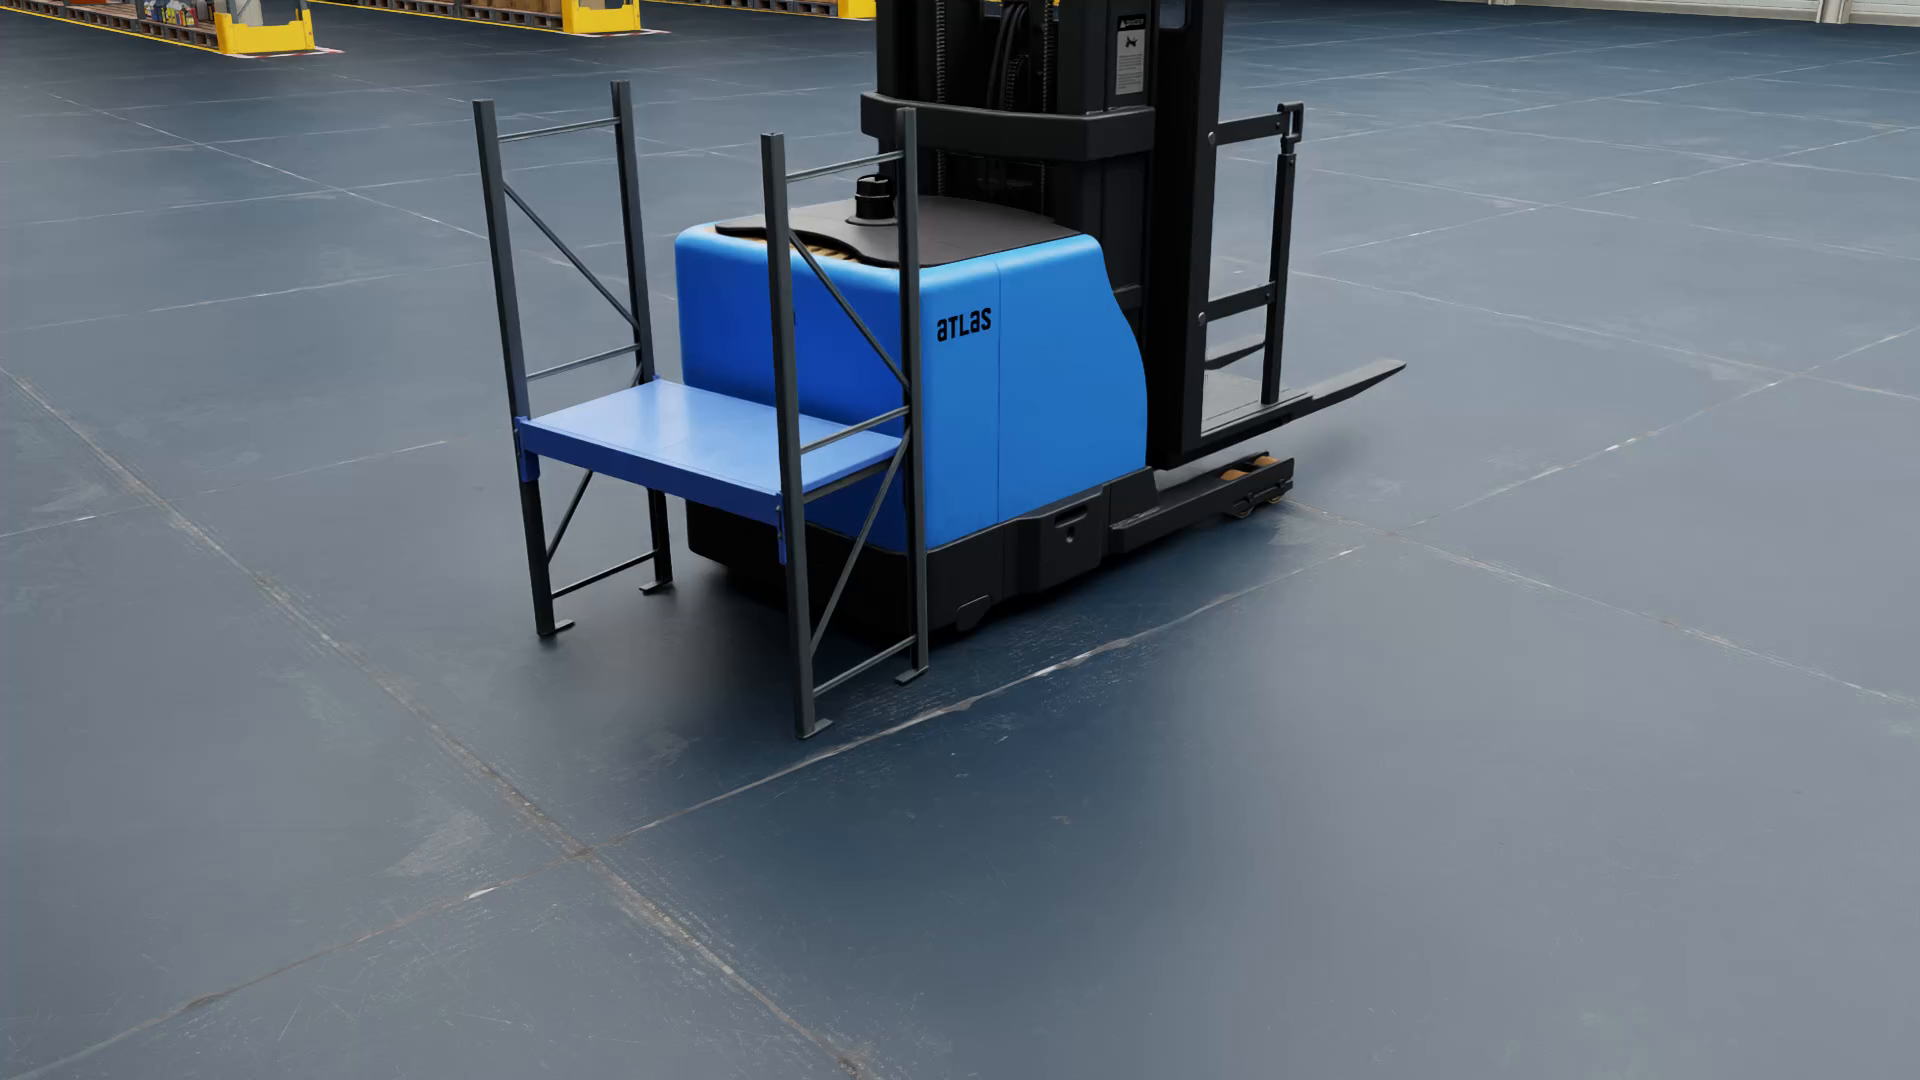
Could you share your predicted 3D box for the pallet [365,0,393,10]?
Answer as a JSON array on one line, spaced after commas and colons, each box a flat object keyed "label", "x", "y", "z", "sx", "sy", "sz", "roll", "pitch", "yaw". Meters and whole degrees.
[{"label": "pallet", "x": -10.057, "y": -9.753, "z": 30.096, "sx": 1.003, "sy": 0.211, "sz": 1.213, "roll": -17, "pitch": 27, "yaw": -37}]

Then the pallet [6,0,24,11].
[{"label": "pallet", "x": -16.458, "y": -9.672, "z": 29.890, "sx": 1.003, "sy": 0.211, "sz": 1.213, "roll": -17, "pitch": 27, "yaw": -37}]

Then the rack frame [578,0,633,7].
[{"label": "rack frame", "x": -5.344, "y": -9.058, "z": 24.496, "sx": 1.000, "sy": 3.000, "sz": 0.127, "roll": -17, "pitch": 27, "yaw": -37}]

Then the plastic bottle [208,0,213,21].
[{"label": "plastic bottle", "x": -10.794, "y": -7.641, "z": 24.000, "sx": 0.061, "sy": 0.283, "sz": 0.133, "roll": -17, "pitch": 27, "yaw": -37}]

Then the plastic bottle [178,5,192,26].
[{"label": "plastic bottle", "x": -10.771, "y": -7.294, "z": 23.126, "sx": 0.152, "sy": 0.276, "sz": 0.135, "roll": -17, "pitch": 27, "yaw": -37}]

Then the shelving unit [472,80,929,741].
[{"label": "shelving unit", "x": -0.662, "y": -0.381, "z": 4.387, "sx": 1.048, "sy": 1.500, "sz": 0.538, "roll": 16, "pitch": 28, "yaw": 35}]

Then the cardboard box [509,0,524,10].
[{"label": "cardboard box", "x": -6.880, "y": -8.765, "z": 26.601, "sx": 0.500, "sy": 0.500, "sz": 0.500, "roll": 19, "pitch": 29, "yaw": 40}]

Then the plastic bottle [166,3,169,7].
[{"label": "plastic bottle", "x": -11.248, "y": -7.512, "z": 23.689, "sx": 0.097, "sy": 0.271, "sz": 0.097, "roll": 0, "pitch": 21, "yaw": 0}]

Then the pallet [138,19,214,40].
[{"label": "pallet", "x": -11.301, "y": -7.490, "z": 24.317, "sx": 1.003, "sy": 0.211, "sz": 1.213, "roll": -17, "pitch": 27, "yaw": -37}]

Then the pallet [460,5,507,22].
[{"label": "pallet", "x": -7.490, "y": -8.687, "z": 27.374, "sx": 1.003, "sy": 0.211, "sz": 1.213, "roll": -17, "pitch": 27, "yaw": -37}]

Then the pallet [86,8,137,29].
[{"label": "pallet", "x": -13.050, "y": -8.230, "z": 26.207, "sx": 1.003, "sy": 0.211, "sz": 1.213, "roll": -17, "pitch": 27, "yaw": -37}]

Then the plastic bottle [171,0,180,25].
[{"label": "plastic bottle", "x": -10.973, "y": -7.412, "z": 23.325, "sx": 0.144, "sy": 0.351, "sz": 0.185, "roll": -16, "pitch": 27, "yaw": -35}]

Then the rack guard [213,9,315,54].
[{"label": "rack guard", "x": -9.182, "y": -6.724, "z": 21.967, "sx": 1.175, "sy": 0.500, "sz": 0.348, "roll": -17, "pitch": 27, "yaw": -37}]

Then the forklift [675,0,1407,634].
[{"label": "forklift", "x": 0.520, "y": -1.552, "z": 5.428, "sx": 1.130, "sy": 2.935, "sz": 3.031, "roll": 19, "pitch": 28, "yaw": 40}]

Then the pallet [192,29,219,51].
[{"label": "pallet", "x": -9.708, "y": -6.816, "z": 22.596, "sx": 1.003, "sy": 0.211, "sz": 1.213, "roll": -17, "pitch": 27, "yaw": -37}]

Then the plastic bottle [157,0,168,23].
[{"label": "plastic bottle", "x": -11.372, "y": -7.581, "z": 23.756, "sx": 0.144, "sy": 0.351, "sz": 0.185, "roll": -19, "pitch": 28, "yaw": -40}]

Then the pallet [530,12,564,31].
[{"label": "pallet", "x": -5.898, "y": -8.013, "z": 25.653, "sx": 1.003, "sy": 0.211, "sz": 1.213, "roll": -17, "pitch": 27, "yaw": -37}]

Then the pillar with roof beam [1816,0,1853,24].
[{"label": "pillar with roof beam", "x": 10.721, "y": -11.459, "z": 22.403, "sx": 9.100, "sy": 9.000, "sz": 0.400, "roll": -17, "pitch": 27, "yaw": -37}]

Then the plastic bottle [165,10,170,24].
[{"label": "plastic bottle", "x": -11.205, "y": -7.428, "z": 23.569, "sx": 0.097, "sy": 0.201, "sz": 0.097, "roll": 0, "pitch": 21, "yaw": 0}]

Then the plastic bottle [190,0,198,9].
[{"label": "plastic bottle", "x": -11.178, "y": -7.811, "z": 24.344, "sx": 0.144, "sy": 0.351, "sz": 0.185, "roll": -17, "pitch": 27, "yaw": -37}]

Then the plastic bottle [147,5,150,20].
[{"label": "plastic bottle", "x": -11.765, "y": -7.665, "z": 24.175, "sx": 0.097, "sy": 0.201, "sz": 0.097, "roll": 0, "pitch": 21, "yaw": 0}]

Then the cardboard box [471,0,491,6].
[{"label": "cardboard box", "x": -7.725, "y": -9.074, "z": 27.391, "sx": 0.500, "sy": 0.500, "sz": 0.500, "roll": -18, "pitch": 28, "yaw": -39}]

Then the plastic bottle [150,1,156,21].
[{"label": "plastic bottle", "x": -11.600, "y": -7.645, "z": 24.021, "sx": 0.152, "sy": 0.276, "sz": 0.135, "roll": -16, "pitch": 27, "yaw": -36}]

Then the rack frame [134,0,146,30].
[{"label": "rack frame", "x": -11.708, "y": -8.984, "z": 24.308, "sx": 1.000, "sy": 3.000, "sz": 0.127, "roll": -17, "pitch": 27, "yaw": -37}]

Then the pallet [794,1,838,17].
[{"label": "pallet", "x": -2.102, "y": -9.114, "z": 28.465, "sx": 1.003, "sy": 0.211, "sz": 1.213, "roll": -17, "pitch": 27, "yaw": -37}]

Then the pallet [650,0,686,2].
[{"label": "pallet", "x": -5.493, "y": -10.550, "z": 32.129, "sx": 1.003, "sy": 0.211, "sz": 1.213, "roll": -17, "pitch": 27, "yaw": -37}]

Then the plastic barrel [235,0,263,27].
[{"label": "plastic barrel", "x": -9.584, "y": -7.079, "z": 22.281, "sx": 0.421, "sy": 0.512, "sz": 0.421, "roll": 0, "pitch": 21, "yaw": 0}]

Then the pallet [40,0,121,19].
[{"label": "pallet", "x": -14.865, "y": -8.998, "z": 28.168, "sx": 1.003, "sy": 0.211, "sz": 1.213, "roll": -17, "pitch": 27, "yaw": -37}]

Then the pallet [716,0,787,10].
[{"label": "pallet", "x": -3.695, "y": -9.788, "z": 30.186, "sx": 1.003, "sy": 0.211, "sz": 1.213, "roll": -17, "pitch": 27, "yaw": -37}]

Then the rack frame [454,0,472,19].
[{"label": "rack frame", "x": -7.955, "y": -10.163, "z": 27.318, "sx": 1.000, "sy": 3.000, "sz": 0.127, "roll": -17, "pitch": 27, "yaw": -37}]

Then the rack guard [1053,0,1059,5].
[{"label": "rack guard", "x": 2.113, "y": -10.274, "z": 31.029, "sx": 1.175, "sy": 0.500, "sz": 0.348, "roll": -17, "pitch": 27, "yaw": -37}]

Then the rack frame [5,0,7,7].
[{"label": "rack frame", "x": -16.930, "y": -11.194, "z": 29.951, "sx": 1.000, "sy": 3.000, "sz": 0.127, "roll": -17, "pitch": 27, "yaw": -37}]

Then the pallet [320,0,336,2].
[{"label": "pallet", "x": -11.816, "y": -10.542, "z": 32.110, "sx": 1.003, "sy": 0.211, "sz": 1.213, "roll": -17, "pitch": 27, "yaw": -37}]

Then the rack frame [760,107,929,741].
[{"label": "rack frame", "x": -0.261, "y": -0.267, "z": 4.095, "sx": 0.032, "sy": 1.500, "sz": 0.500, "roll": 16, "pitch": 28, "yaw": 35}]

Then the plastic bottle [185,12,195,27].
[{"label": "plastic bottle", "x": -10.628, "y": -7.183, "z": 22.945, "sx": 0.097, "sy": 0.201, "sz": 0.097, "roll": 0, "pitch": 21, "yaw": 0}]

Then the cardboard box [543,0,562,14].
[{"label": "cardboard box", "x": -6.156, "y": -8.423, "z": 25.727, "sx": 0.500, "sy": 0.500, "sz": 0.500, "roll": -10, "pitch": 23, "yaw": -24}]

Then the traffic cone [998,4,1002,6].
[{"label": "traffic cone", "x": 0.905, "y": -10.047, "z": 30.501, "sx": 0.336, "sy": 0.463, "sz": 0.334, "roll": -17, "pitch": 27, "yaw": -37}]

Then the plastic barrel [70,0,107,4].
[{"label": "plastic barrel", "x": -14.651, "y": -9.405, "z": 27.783, "sx": 0.600, "sy": 0.830, "sz": 0.708, "roll": -17, "pitch": 27, "yaw": -37}]
